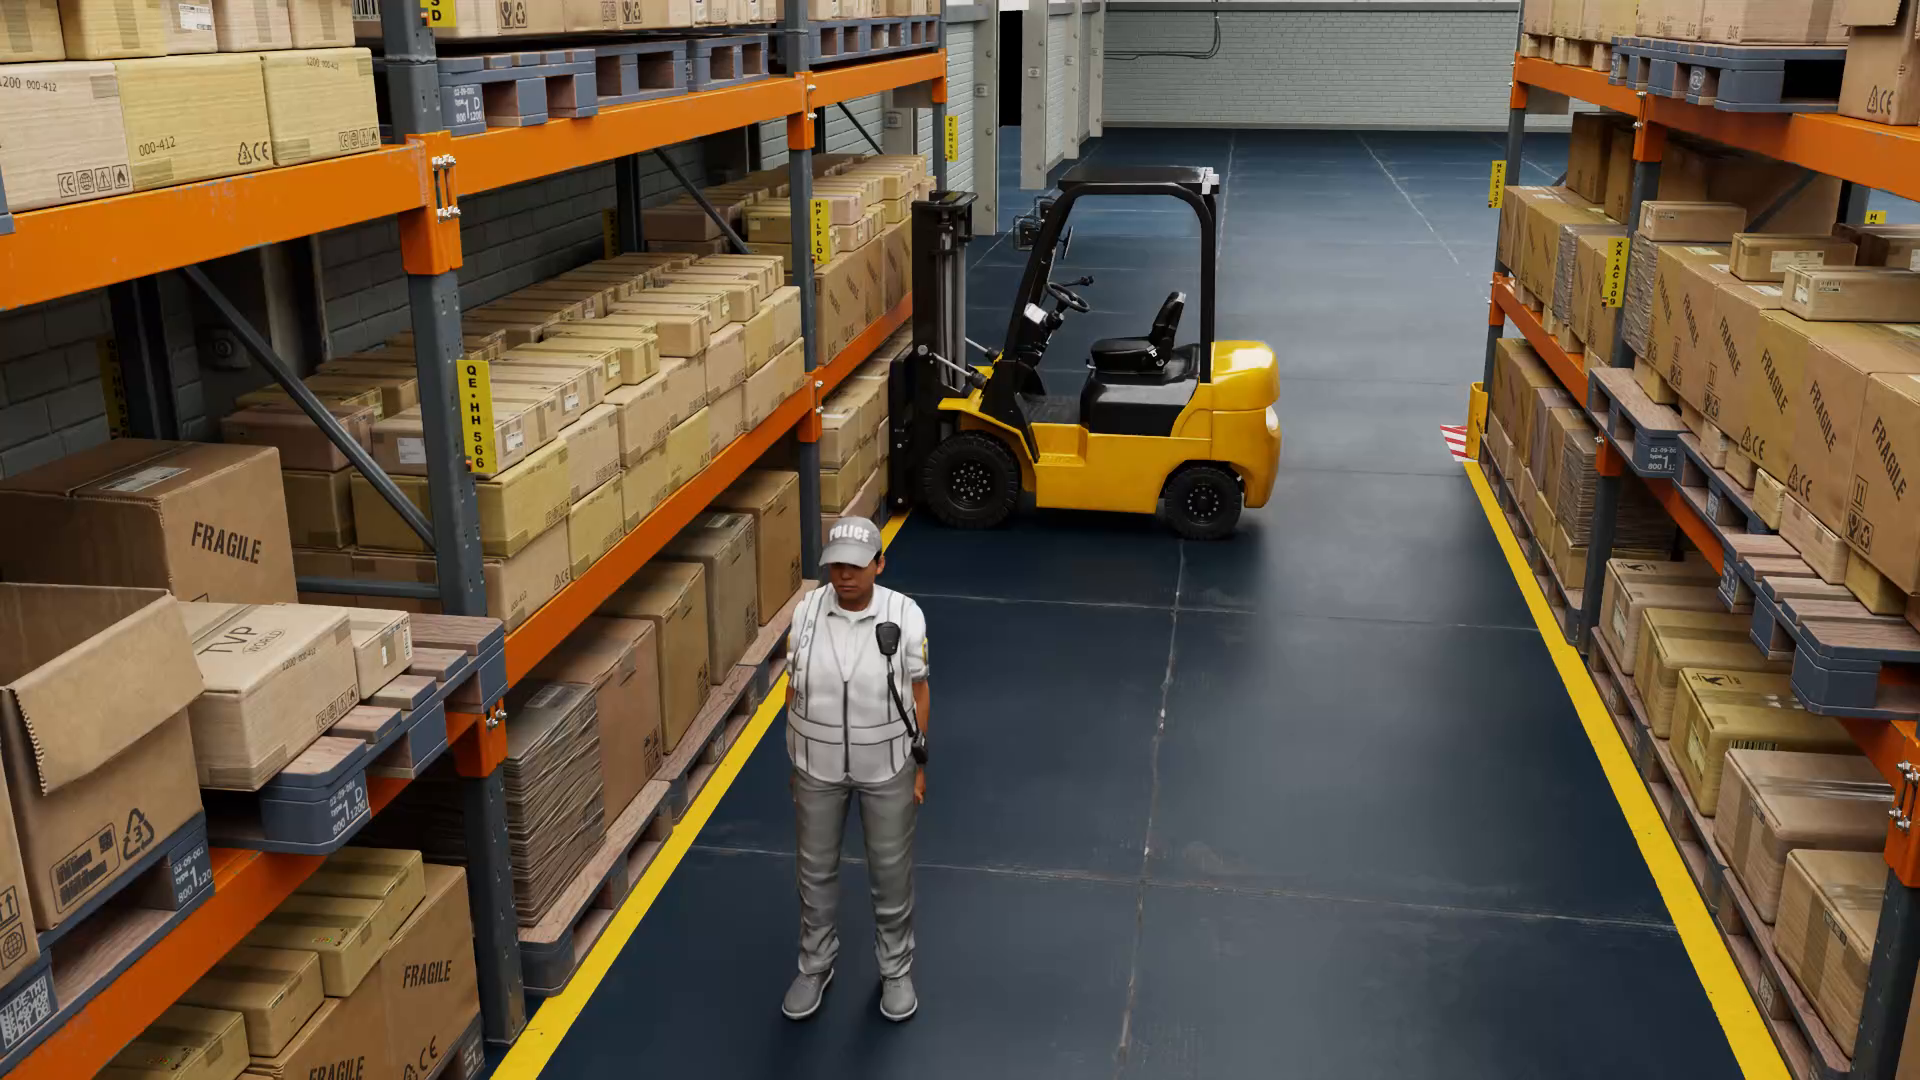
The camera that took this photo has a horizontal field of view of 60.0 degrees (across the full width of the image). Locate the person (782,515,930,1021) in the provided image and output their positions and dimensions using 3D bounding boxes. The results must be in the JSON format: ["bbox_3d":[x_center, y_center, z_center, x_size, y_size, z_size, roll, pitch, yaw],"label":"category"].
[{"bbox_3d":[-0.340,0.727,5.317,0.483,1.668,0.395,1,18,3],"label":"person"}]
